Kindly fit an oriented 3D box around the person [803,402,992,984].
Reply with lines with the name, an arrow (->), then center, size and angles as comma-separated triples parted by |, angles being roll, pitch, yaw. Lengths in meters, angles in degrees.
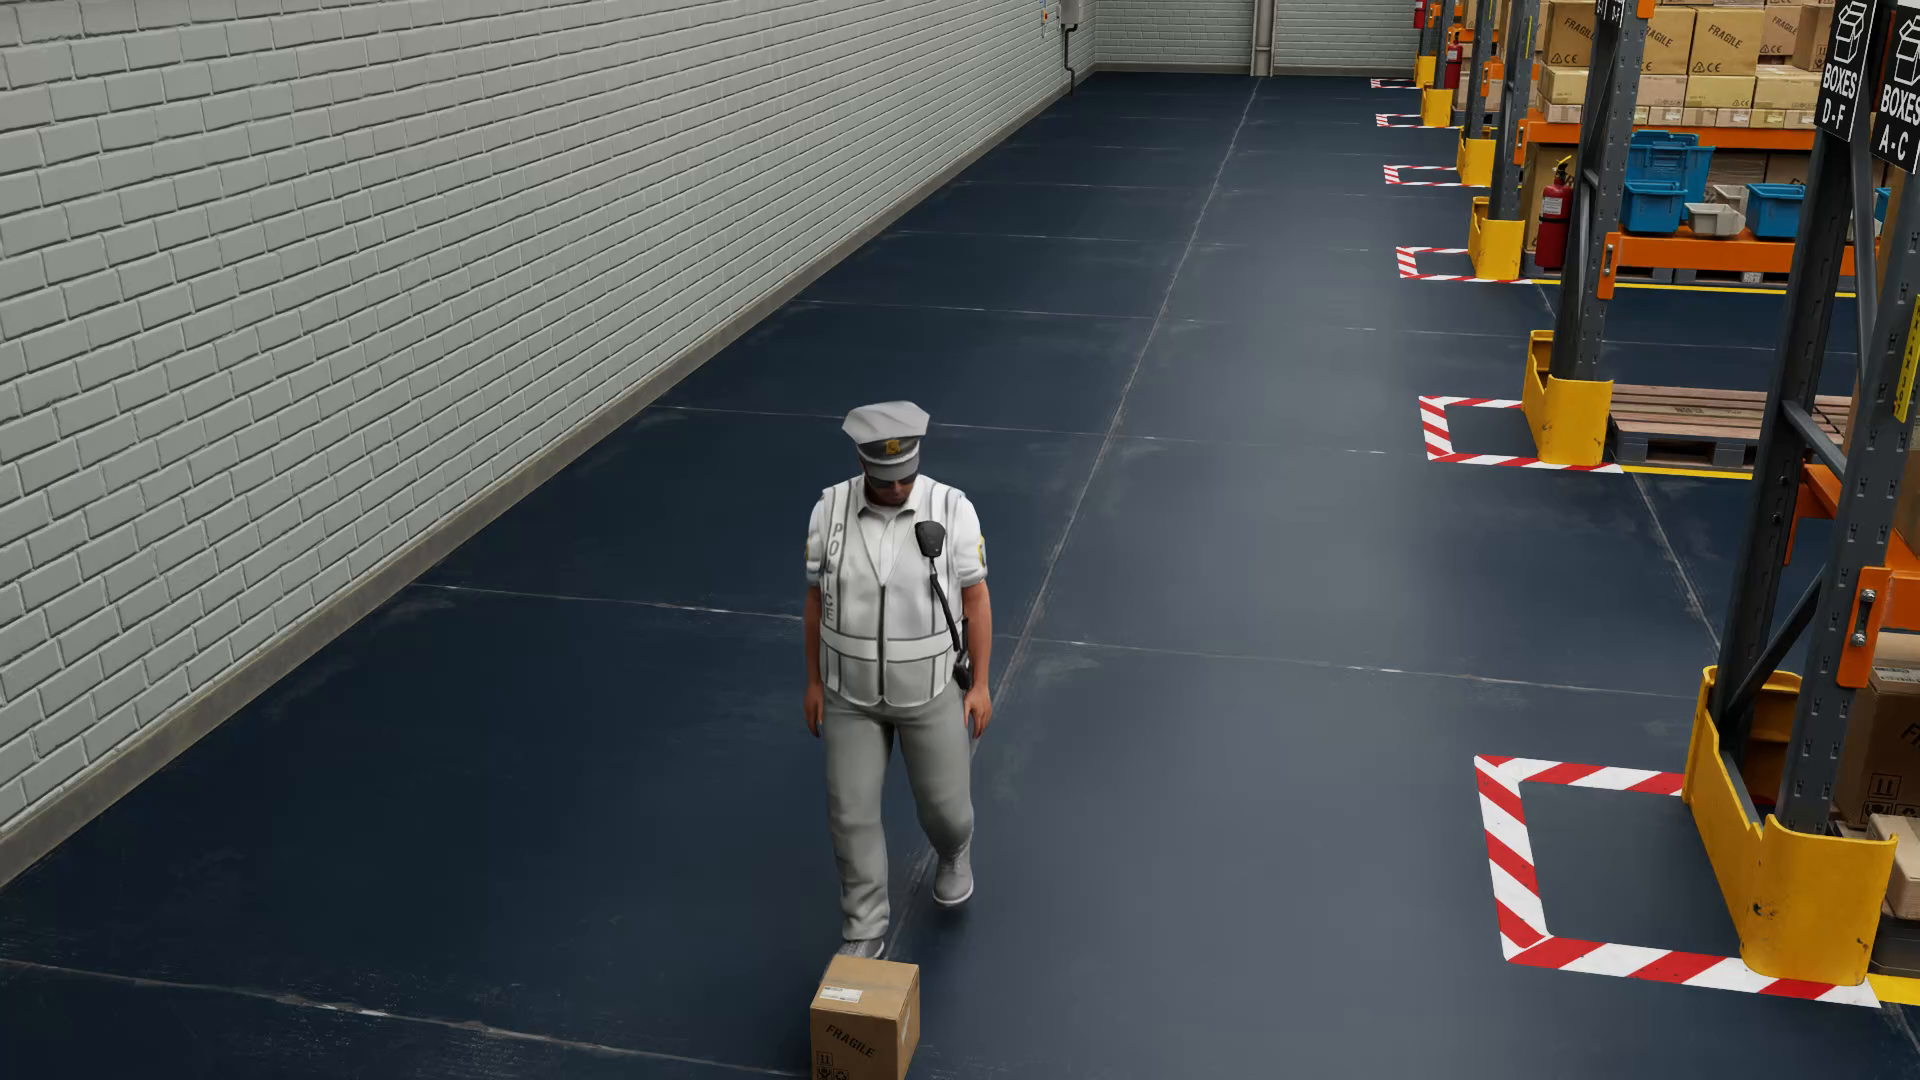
person -> -0.197, 0.443, 4.926 | 0.569, 1.715, 0.747 | 3, 22, 7
